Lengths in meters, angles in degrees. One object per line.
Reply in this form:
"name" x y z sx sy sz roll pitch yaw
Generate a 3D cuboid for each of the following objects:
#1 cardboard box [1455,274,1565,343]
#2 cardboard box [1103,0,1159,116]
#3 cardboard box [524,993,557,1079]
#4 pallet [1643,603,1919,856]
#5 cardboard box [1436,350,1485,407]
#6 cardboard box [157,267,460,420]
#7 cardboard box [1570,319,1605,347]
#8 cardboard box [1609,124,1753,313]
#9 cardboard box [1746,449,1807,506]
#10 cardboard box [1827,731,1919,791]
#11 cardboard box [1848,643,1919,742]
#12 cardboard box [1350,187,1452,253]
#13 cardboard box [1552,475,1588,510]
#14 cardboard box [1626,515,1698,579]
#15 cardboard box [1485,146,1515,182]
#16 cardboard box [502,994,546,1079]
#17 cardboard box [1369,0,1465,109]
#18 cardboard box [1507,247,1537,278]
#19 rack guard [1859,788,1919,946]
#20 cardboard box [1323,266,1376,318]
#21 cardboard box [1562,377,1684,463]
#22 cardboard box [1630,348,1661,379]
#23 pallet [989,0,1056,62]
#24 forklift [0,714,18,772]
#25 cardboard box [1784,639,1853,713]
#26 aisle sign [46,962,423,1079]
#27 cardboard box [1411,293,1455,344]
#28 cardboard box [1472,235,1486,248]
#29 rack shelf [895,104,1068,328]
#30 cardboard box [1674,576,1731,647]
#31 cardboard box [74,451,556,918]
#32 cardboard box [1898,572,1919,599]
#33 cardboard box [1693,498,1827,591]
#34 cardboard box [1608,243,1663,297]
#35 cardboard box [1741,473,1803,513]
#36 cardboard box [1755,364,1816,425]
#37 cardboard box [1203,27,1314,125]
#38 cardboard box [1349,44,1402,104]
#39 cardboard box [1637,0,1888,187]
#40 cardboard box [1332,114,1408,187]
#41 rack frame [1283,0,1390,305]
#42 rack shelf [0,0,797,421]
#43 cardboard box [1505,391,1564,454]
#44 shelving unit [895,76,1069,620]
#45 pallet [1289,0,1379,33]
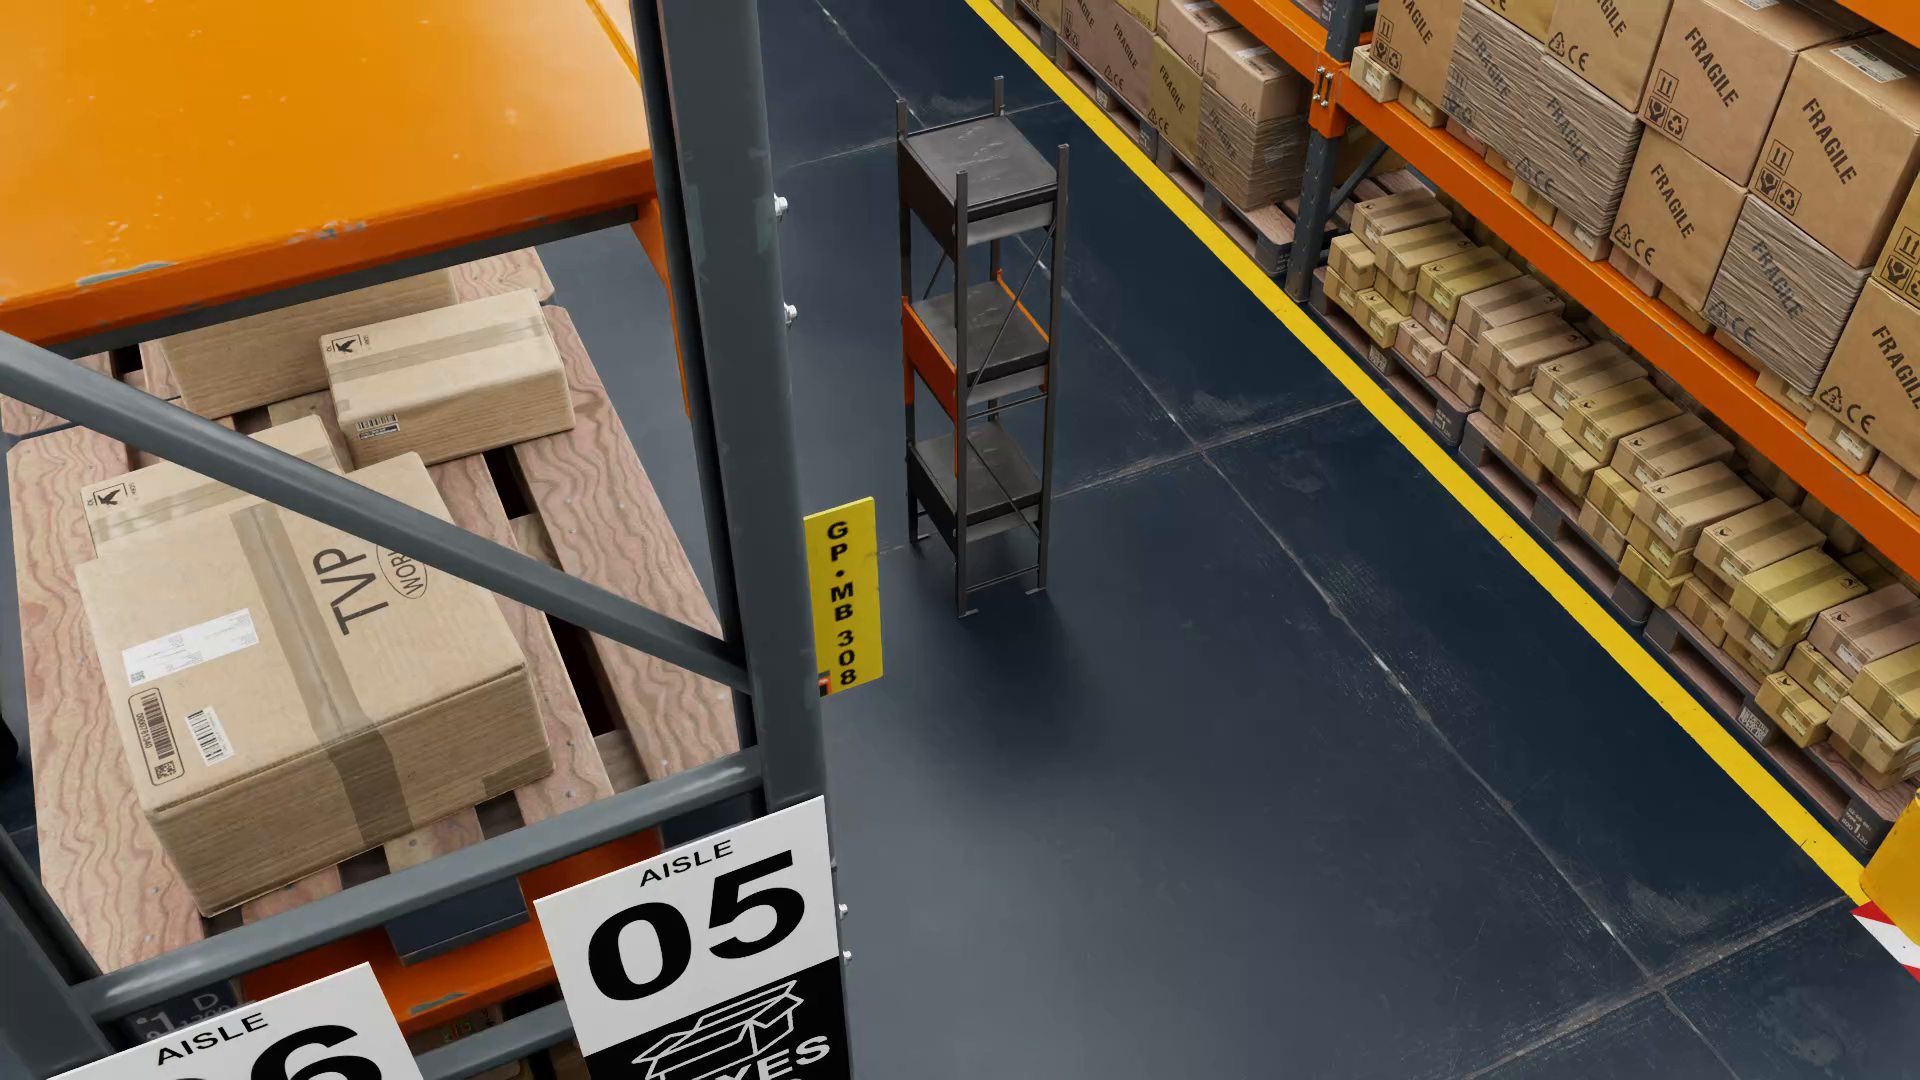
"cardboard box" 2.412 -0.996 7.299 0.380 0.149 0.250 -19 48 -18
"cardboard box" 1.145 -2.741 9.242 0.500 0.500 0.500 -19 48 -18
"cardboard box" -0.834 0.906 3.994 0.500 0.500 0.500 -19 48 -18
"pallet" 3.452 0.536 6.425 1.003 0.211 1.213 -18 47 -17
"cardboard box" 2.389 -0.777 7.501 0.380 0.149 0.250 -19 48 -18
"cardboard box" -1.239 -0.543 3.091 0.500 0.311 0.500 -17 47 -17
"cardboard box" 2.928 -0.883 7.397 0.380 0.149 0.250 -17 47 -16
"cardboard box" 2.737 -1.203 5.919 0.500 0.500 0.500 -16 47 -15
"cardboard box" 3.380 -0.312 6.607 0.380 0.149 0.250 -16 47 -16
"cardboard box" 3.383 0.712 5.993 0.380 0.149 0.250 -17 47 -17
"cardboard box" 3.341 0.511 5.772 0.380 0.149 0.250 -18 47 -17
"cardboard box" 2.069 -1.495 7.805 0.380 0.149 0.250 -16 47 -16
"cardboard box" 2.736 -0.277 6.995 0.380 0.149 0.250 -17 47 -16
"cardboard box" 2.863 -0.029 6.532 0.380 0.149 0.250 -17 47 -17
"cardboard box" 2.379 -1.590 6.774 0.380 0.149 0.250 -20 48 -19
"cardboard box" -1.074 1.018 3.168 0.500 0.500 0.500 -17 47 -16
"cardboard box" 2.092 -2.180 6.910 0.500 0.500 0.500 -19 48 -18
"cardboard box" 2.752 -1.318 7.626 0.380 0.149 0.250 -18 48 -18
"rack guard" 3.762 0.961 5.788 1.175 0.500 0.348 -18 47 -17
"cardboard box" 1.974 -1.237 7.967 0.380 0.149 0.250 -20 48 -19
"cardboard box" 2.703 -0.491 6.788 0.380 0.149 0.250 -18 47 -17
"cardboard box" 3.113 -0.816 7.117 0.380 0.149 0.250 -20 48 -19
"pallet" 0.757 -3.487 10.502 1.003 0.211 1.213 -18 47 -17
"forklift" -5.055 -0.421 5.459 3.031 2.935 1.130 22 49 21
"cardboard box" 3.252 0.445 6.051 0.380 0.149 0.250 -19 48 -18
"aisle sign" -0.906 0.858 2.262 0.394 0.787 0.004 -18 47 -17
"cardboard box" 2.297 -1.065 7.581 0.380 0.149 0.250 -18 47 -18
"cardboard box" 2.658 -1.394 7.915 0.380 0.149 0.250 -20 48 -19
"rack shelf" 0.070 -1.130 5.792 0.431 0.518 0.480 -18 47 -17
"cardboard box" 3.035 0.230 6.481 0.380 0.149 0.250 -18 47 -17
"cardboard box" -0.926 0.187 2.395 0.500 0.250 0.500 -22 49 -21
"cardboard box" 3.657 0.199 6.088 0.380 0.149 0.250 -17 47 -17
"cardboard box" 3.012 0.023 6.267 0.380 0.149 0.250 -20 48 -19
"cardboard box" 2.687 -1.080 6.257 0.380 0.149 0.250 -16 47 -16
"cardboard box" 3.352 -0.188 6.692 0.380 0.149 0.250 -20 48 -19
"cardboard box" 2.998 -0.572 5.742 0.380 0.149 0.250 -20 48 -19
"cardboard box" 1.569 -2.356 8.317 0.500 0.250 0.500 -19 48 -18
"cardboard box" 1.934 -2.062 7.252 0.380 0.149 0.250 -16 47 -16
"cardboard box" 2.711 -1.583 5.593 0.500 0.500 0.500 -20 48 -19
"cardboard box" 2.042 -2.238 8.732 0.500 0.500 0.500 -16 47 -16
"rack frame" 2.112 -2.429 7.445 1.000 3.000 0.127 -18 47 -17
"rack shelf" -1.496 -1.365 2.892 1.077 0.370 4.000 -18 47 -17
"cardboard box" 2.551 -0.530 7.039 0.380 0.149 0.250 -18 48 -18
"shelving unit" 0.070 -0.642 6.274 0.431 2.100 0.503 -18 47 -17
"pallet" 1.923 -2.891 8.049 1.003 0.211 1.213 -18 47 -17
